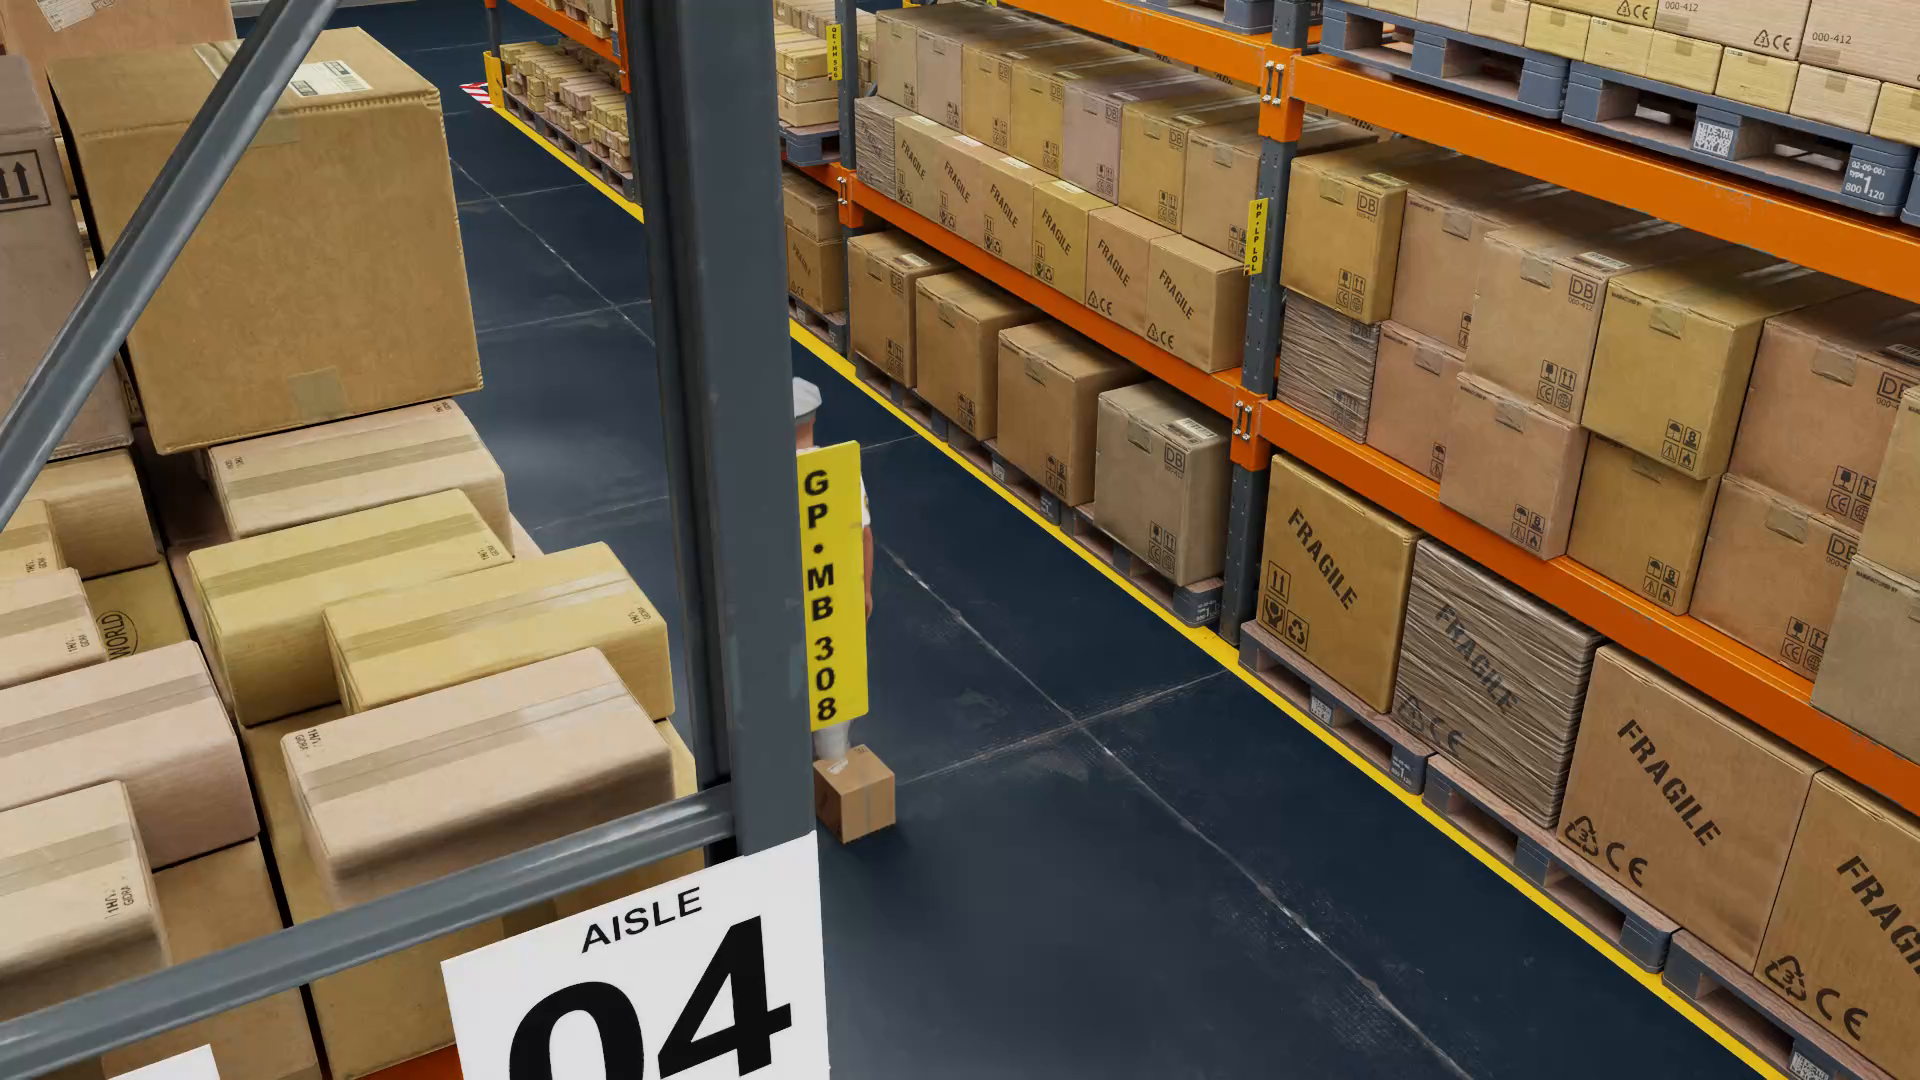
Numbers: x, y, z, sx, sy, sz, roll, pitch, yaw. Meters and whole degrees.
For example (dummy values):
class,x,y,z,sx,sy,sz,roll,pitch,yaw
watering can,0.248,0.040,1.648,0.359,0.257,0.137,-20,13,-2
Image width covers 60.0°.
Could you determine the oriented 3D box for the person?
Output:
class,x,y,z,sx,sy,sz,roll,pitch,yaw
person,-0.614,0.206,6.736,0.569,1.752,0.576,3,29,5
